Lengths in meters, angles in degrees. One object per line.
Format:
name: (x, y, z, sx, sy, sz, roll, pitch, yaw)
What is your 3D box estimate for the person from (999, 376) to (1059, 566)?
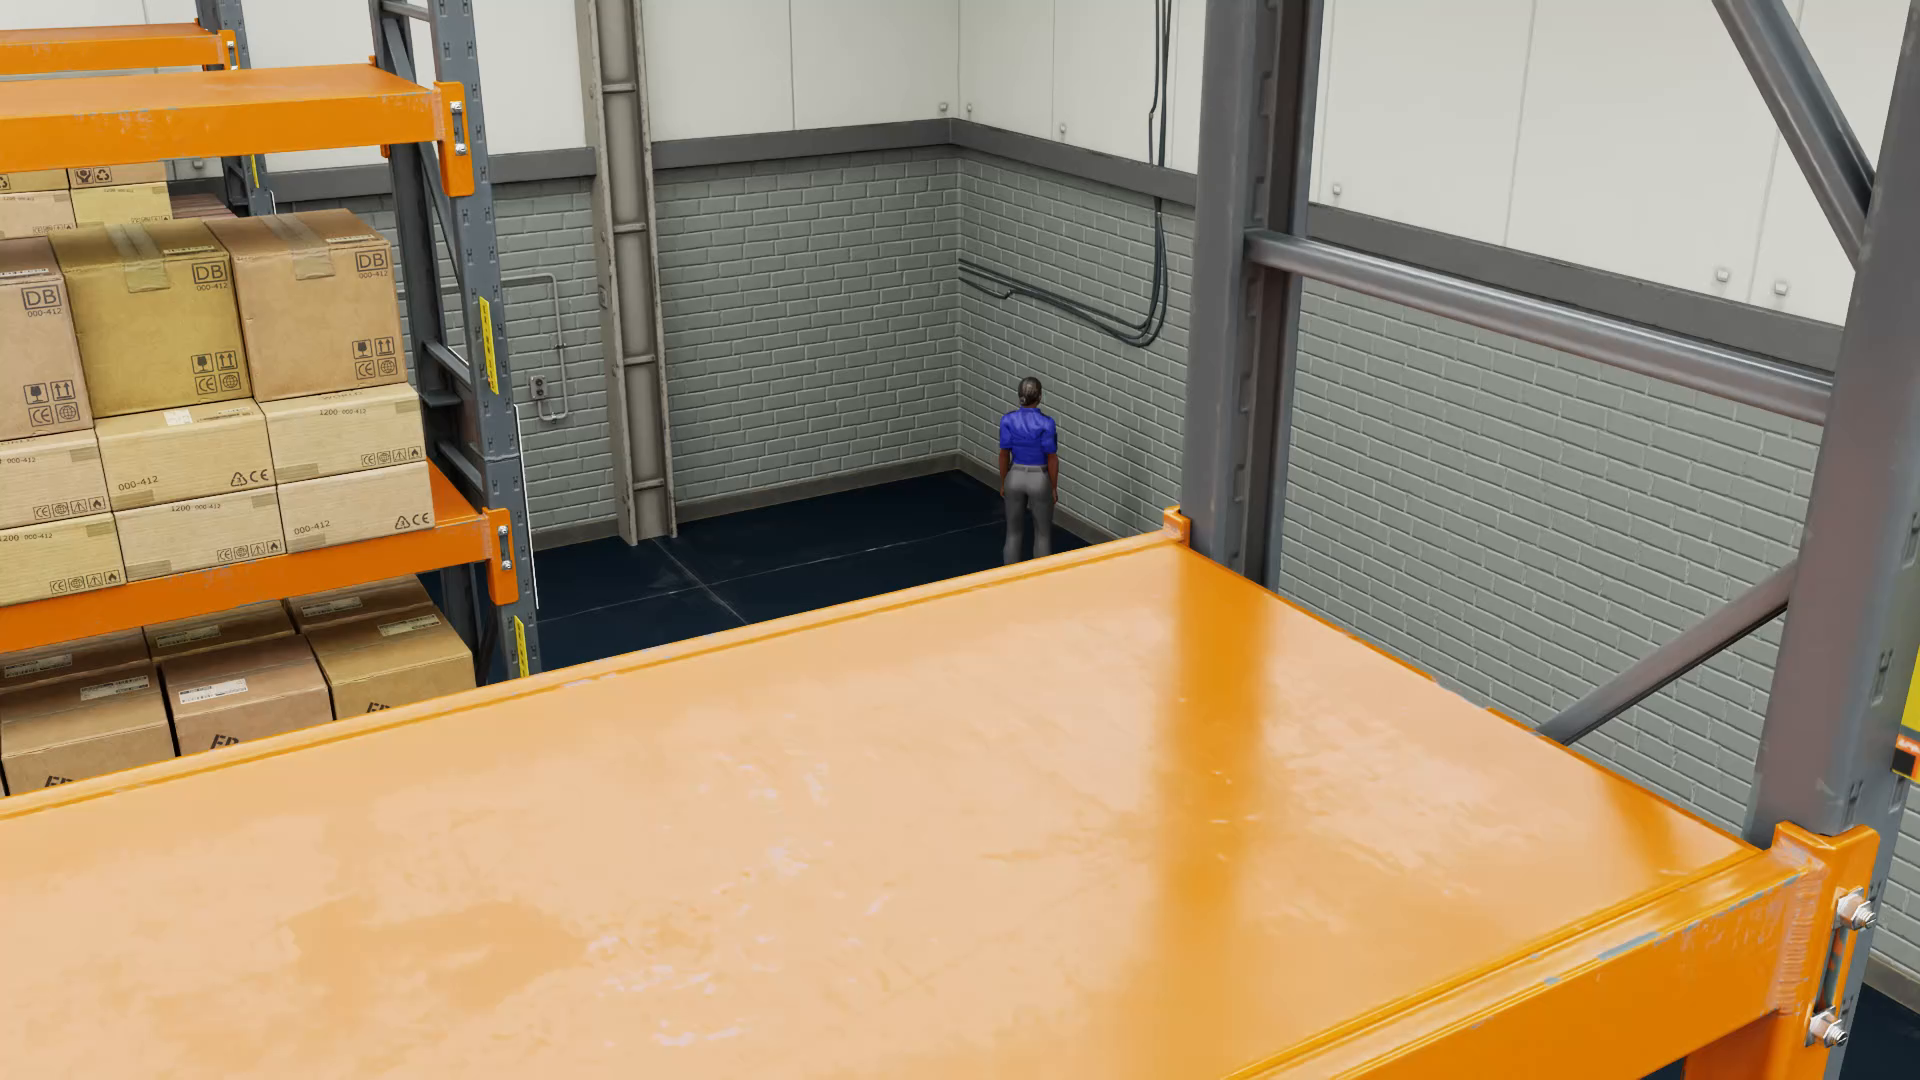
person: (0.511, -0.389, 12.058, 0.446, 1.662, 0.324, 7, 23, 16)
